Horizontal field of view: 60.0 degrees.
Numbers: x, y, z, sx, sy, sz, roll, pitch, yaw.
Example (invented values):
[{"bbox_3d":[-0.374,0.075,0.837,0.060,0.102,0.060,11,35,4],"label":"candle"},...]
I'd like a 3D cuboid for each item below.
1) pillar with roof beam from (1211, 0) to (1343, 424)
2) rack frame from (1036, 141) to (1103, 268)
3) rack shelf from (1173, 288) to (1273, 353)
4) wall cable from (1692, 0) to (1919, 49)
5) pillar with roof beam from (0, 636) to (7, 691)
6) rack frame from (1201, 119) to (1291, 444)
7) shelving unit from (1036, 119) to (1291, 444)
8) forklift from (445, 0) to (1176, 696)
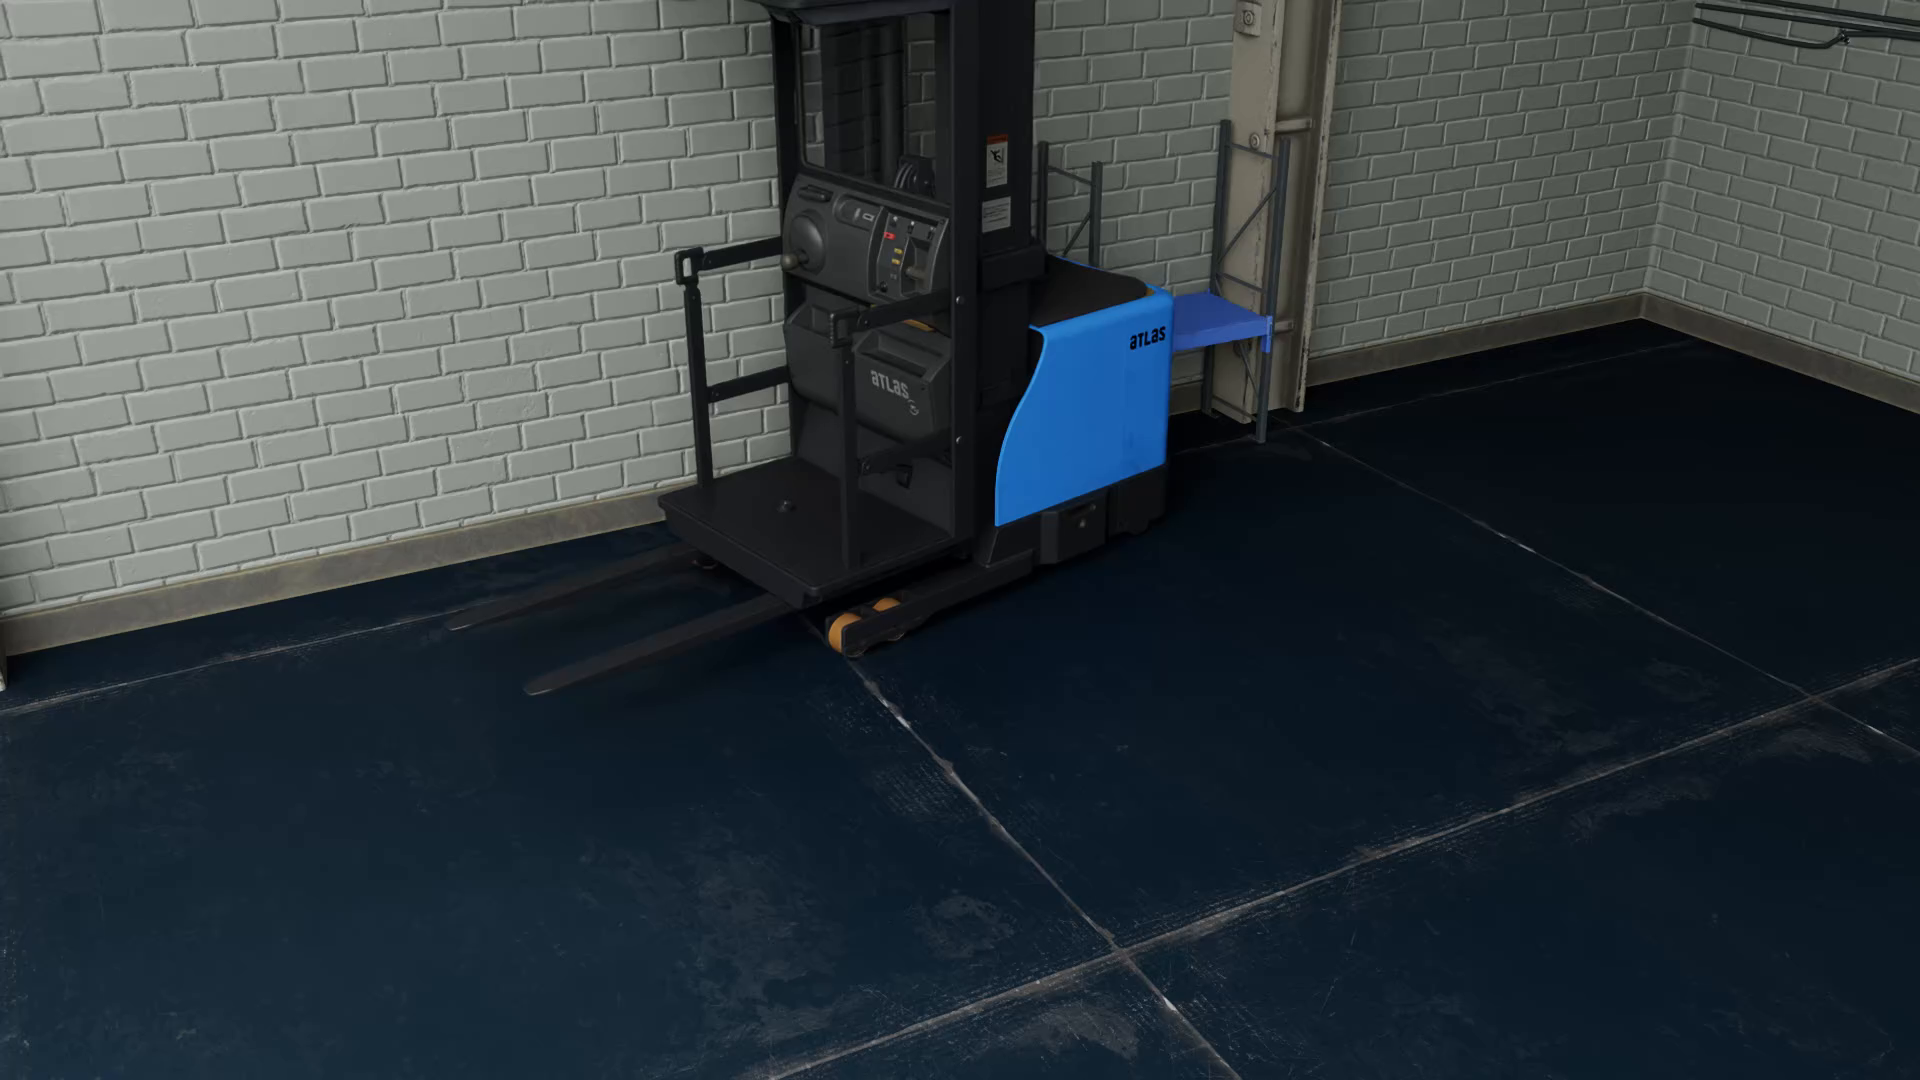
[{"bbox_3d":[3.572,-3.105,3.319,0.400,9.000,9.100,-13,29,-25],"label":"pillar with roof beam"},{"bbox_3d":[0.487,-1.044,7.692,0.032,1.500,0.500,-13,29,-25],"label":"rack frame"},{"bbox_3d":[0.935,-0.986,7.986,1.000,0.185,0.538,-13,29,-25],"label":"rack shelf"},{"bbox_3d":[4.768,-3.444,7.613,0.112,2.526,3.097,-13,29,-25],"label":"wall cable"},{"bbox_3d":[-1.722,-1.882,0.774,0.400,9.000,9.100,-13,29,-25],"label":"pillar with roof beam"},{"bbox_3d":[1.384,-1.251,8.123,0.032,1.500,0.500,-13,29,-25],"label":"rack frame"},{"bbox_3d":[0.935,-1.148,7.908,1.048,1.500,0.538,-13,29,-25],"label":"shelving unit"},{"bbox_3d":[-0.528,-1.131,6.220,3.031,2.935,1.130,-21,32,-36],"label":"forklift"}]
